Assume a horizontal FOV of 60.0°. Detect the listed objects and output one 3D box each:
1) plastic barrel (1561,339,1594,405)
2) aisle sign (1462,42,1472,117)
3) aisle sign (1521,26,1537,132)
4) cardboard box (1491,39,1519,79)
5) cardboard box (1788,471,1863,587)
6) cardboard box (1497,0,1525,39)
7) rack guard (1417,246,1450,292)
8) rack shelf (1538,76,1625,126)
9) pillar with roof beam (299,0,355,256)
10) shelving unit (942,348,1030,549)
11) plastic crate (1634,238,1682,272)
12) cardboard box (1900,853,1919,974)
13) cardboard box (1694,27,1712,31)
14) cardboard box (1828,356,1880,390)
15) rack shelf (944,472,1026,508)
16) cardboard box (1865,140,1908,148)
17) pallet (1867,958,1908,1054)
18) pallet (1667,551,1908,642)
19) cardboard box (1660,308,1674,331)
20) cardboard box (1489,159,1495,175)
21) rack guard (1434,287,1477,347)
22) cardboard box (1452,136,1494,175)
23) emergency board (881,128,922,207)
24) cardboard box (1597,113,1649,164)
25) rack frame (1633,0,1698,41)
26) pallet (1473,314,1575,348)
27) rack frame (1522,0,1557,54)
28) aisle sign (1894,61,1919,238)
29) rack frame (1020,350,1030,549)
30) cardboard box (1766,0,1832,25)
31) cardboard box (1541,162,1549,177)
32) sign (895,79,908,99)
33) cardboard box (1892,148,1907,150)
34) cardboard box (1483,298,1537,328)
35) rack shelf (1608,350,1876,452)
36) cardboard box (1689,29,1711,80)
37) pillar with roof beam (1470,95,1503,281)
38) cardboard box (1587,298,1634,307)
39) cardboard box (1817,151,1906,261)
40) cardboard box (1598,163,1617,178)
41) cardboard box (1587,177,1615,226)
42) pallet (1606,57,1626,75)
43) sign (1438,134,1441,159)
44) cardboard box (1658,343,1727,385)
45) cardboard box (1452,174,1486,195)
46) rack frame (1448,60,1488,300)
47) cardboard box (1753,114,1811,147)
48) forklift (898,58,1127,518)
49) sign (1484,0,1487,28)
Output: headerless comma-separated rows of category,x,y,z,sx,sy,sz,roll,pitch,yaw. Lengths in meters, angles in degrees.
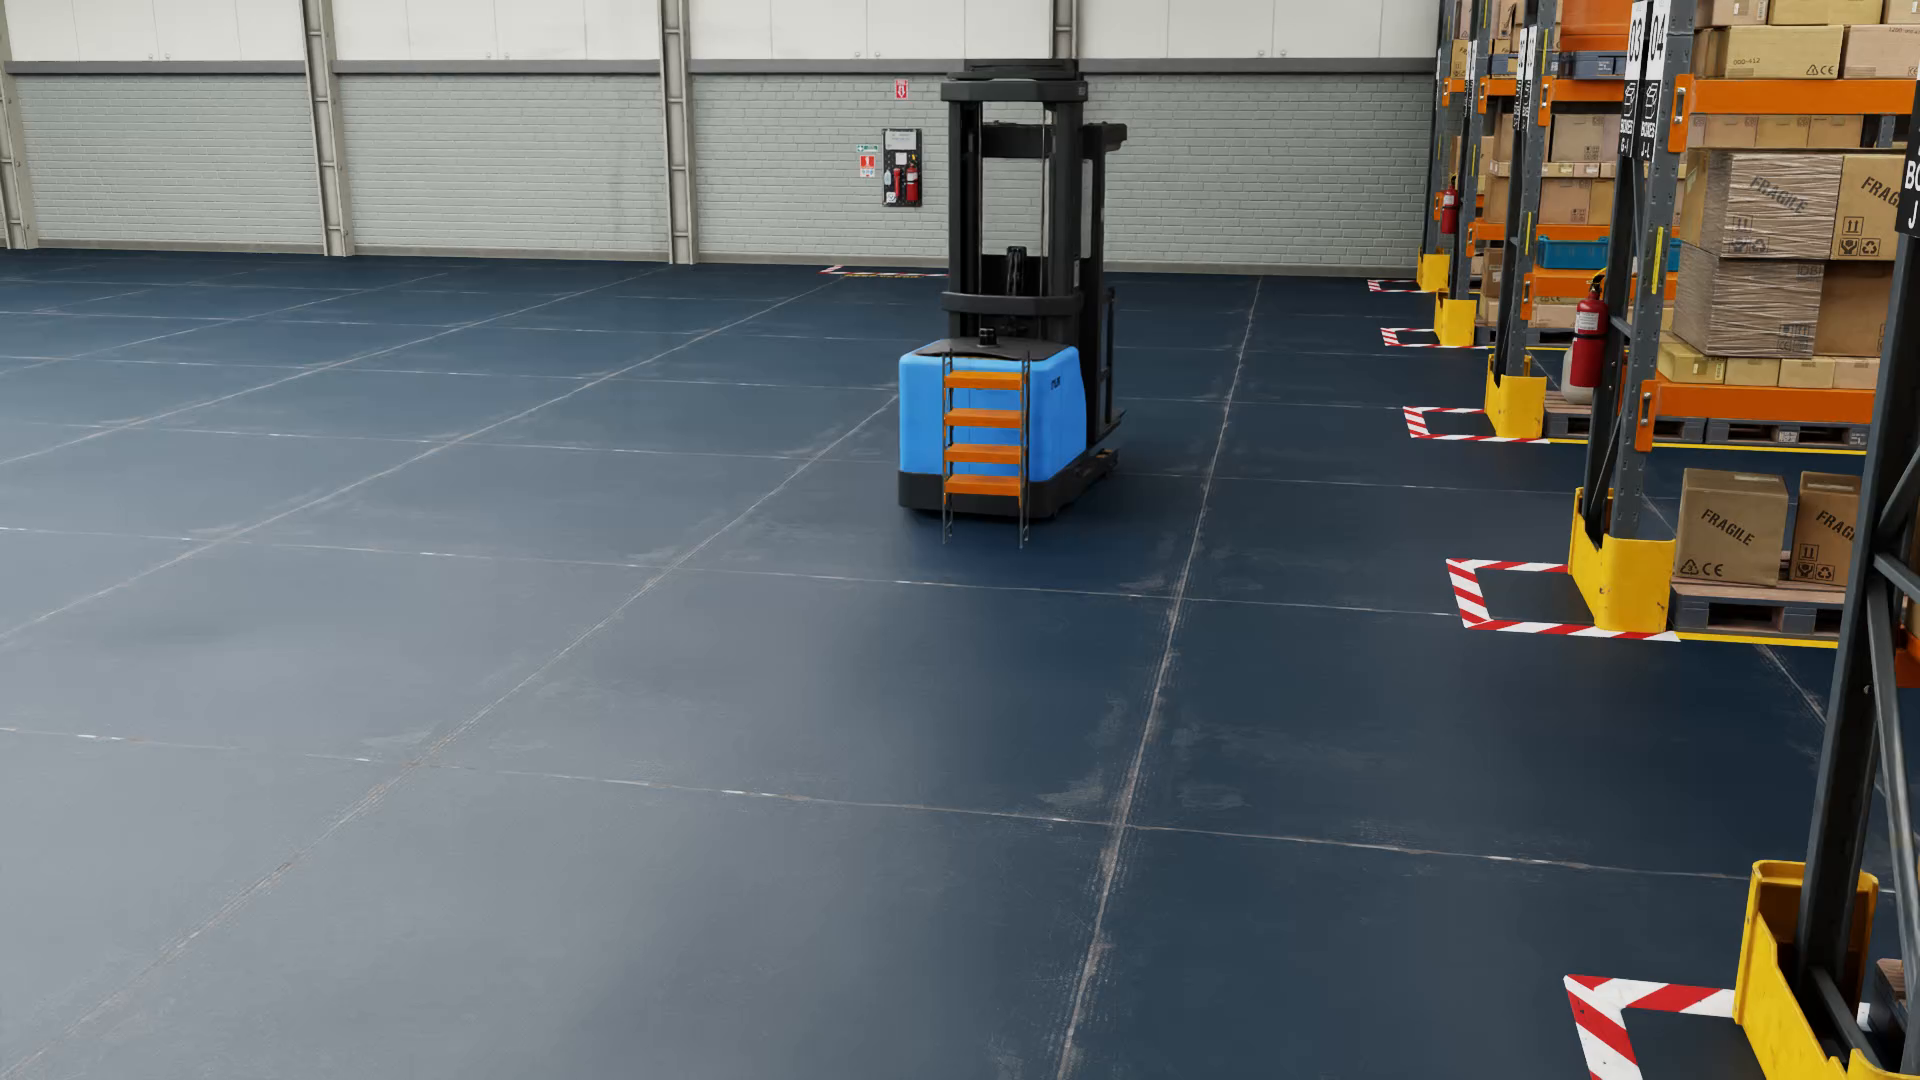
plastic barrel,5.225,-1.401,13.804,0.421,0.512,0.421,0,15,0
aisle sign,5.550,-5.041,18.203,0.004,0.787,0.394,3,16,11
aisle sign,4.436,-3.593,12.973,0.004,0.787,0.394,3,16,11
cardboard box,7.336,-6.386,22.085,0.500,0.500,0.500,4,16,15
cardboard box,4.779,-0.054,8.964,0.500,0.500,0.500,8,17,26
cardboard box,7.350,-6.866,21.941,0.500,0.500,0.500,3,16,10
rack guard,6.614,-3.796,23.258,0.348,0.500,1.175,3,16,11
rack shelf,6.525,-3.405,12.894,4.000,0.370,1.077,3,16,11
pillar with roof beam,-11.099,-7.916,22.211,0.400,9.000,9.100,3,16,11
shelving unit,0.162,-0.569,10.300,0.503,1.200,0.258,3,16,11
plastic crate,5.750,-2.356,13.659,0.408,0.251,0.499,3,16,11
cardboard box,3.168,1.016,4.400,0.875,0.875,0.875,3,16,11
cardboard box,3.912,-2.749,8.713,0.250,0.149,0.380,3,16,11
cardboard box,4.542,-0.875,8.502,0.250,0.149,0.380,3,16,11
rack shelf,0.162,-0.313,10.371,0.480,0.148,0.258,3,16,11
cardboard box,12.149,-4.957,21.757,0.500,0.500,0.700,5,16,19
pallet,3.290,1.541,4.533,1.213,0.211,1.003,3,16,11
pallet,4.441,0.283,9.073,1.213,0.211,1.003,3,16,11
cardboard box,7.506,-2.418,17.968,0.500,0.250,0.500,3,16,11
cardboard box,5.968,-4.098,18.266,0.250,0.149,0.380,3,16,10
rack guard,5.532,-2.505,18.598,0.348,0.500,1.175,3,16,11
cardboard box,6.947,-5.199,22.480,0.500,0.500,0.500,3,16,11
emergency board,-0.896,-5.654,25.284,0.643,1.169,0.194,3,16,11
cardboard box,7.073,-4.297,17.769,0.500,0.500,0.700,3,16,11
rack frame,3.578,-4.008,8.104,0.127,3.000,1.000,3,16,11
pallet,6.313,-2.335,18.525,1.213,0.211,1.003,3,16,11
rack frame,4.565,-5.304,12.782,0.127,3.000,1.000,3,16,11
aisle sign,2.481,-1.160,4.190,0.004,0.787,0.394,3,16,11
rack frame,0.401,-0.556,10.253,0.015,1.200,0.240,3,16,11
cardboard box,4.036,-2.568,8.059,0.250,0.149,0.380,3,16,12
cardboard box,6.157,-3.978,17.833,0.250,0.149,0.380,3,16,10
sign,-0.884,-6.798,25.070,0.199,0.298,0.001,3,16,11
cardboard box,5.147,-1.773,8.657,0.500,0.500,0.500,3,16,11
cardboard box,6.037,-2.499,18.258,0.500,0.250,0.500,3,16,11
rack shelf,5.538,-0.664,8.617,4.000,0.370,1.077,3,16,11
cardboard box,4.101,-2.531,8.672,0.500,0.250,0.500,3,16,12
pillar with roof beam,6.540,-6.958,18.755,0.400,9.000,9.100,3,16,11
cardboard box,7.020,-2.811,17.979,0.500,0.500,0.500,3,16,11
cardboard box,4.551,-1.661,8.253,0.500,0.500,0.500,3,16,11
cardboard box,6.909,-3.937,17.684,0.250,0.149,0.380,3,16,9
cardboard box,7.012,-3.674,17.947,0.500,0.500,0.700,3,16,11
pallet,7.443,-5.002,17.479,1.213,0.211,1.003,3,16,11
sign,6.431,-5.279,22.310,0.005,0.325,0.100,3,16,11
cardboard box,3.810,-0.918,8.659,0.250,0.149,0.380,3,16,11
cardboard box,6.954,-4.833,22.562,0.500,0.250,0.500,3,16,9
rack frame,5.556,-3.708,18.260,0.127,3.000,1.000,3,16,11
cardboard box,8.544,-4.217,17.480,0.500,0.500,0.700,3,16,11
forklift,0.540,-1.903,11.871,1.130,2.935,3.031,5,16,18
sign,5.439,-5.468,17.209,0.005,0.325,0.100,3,16,11
